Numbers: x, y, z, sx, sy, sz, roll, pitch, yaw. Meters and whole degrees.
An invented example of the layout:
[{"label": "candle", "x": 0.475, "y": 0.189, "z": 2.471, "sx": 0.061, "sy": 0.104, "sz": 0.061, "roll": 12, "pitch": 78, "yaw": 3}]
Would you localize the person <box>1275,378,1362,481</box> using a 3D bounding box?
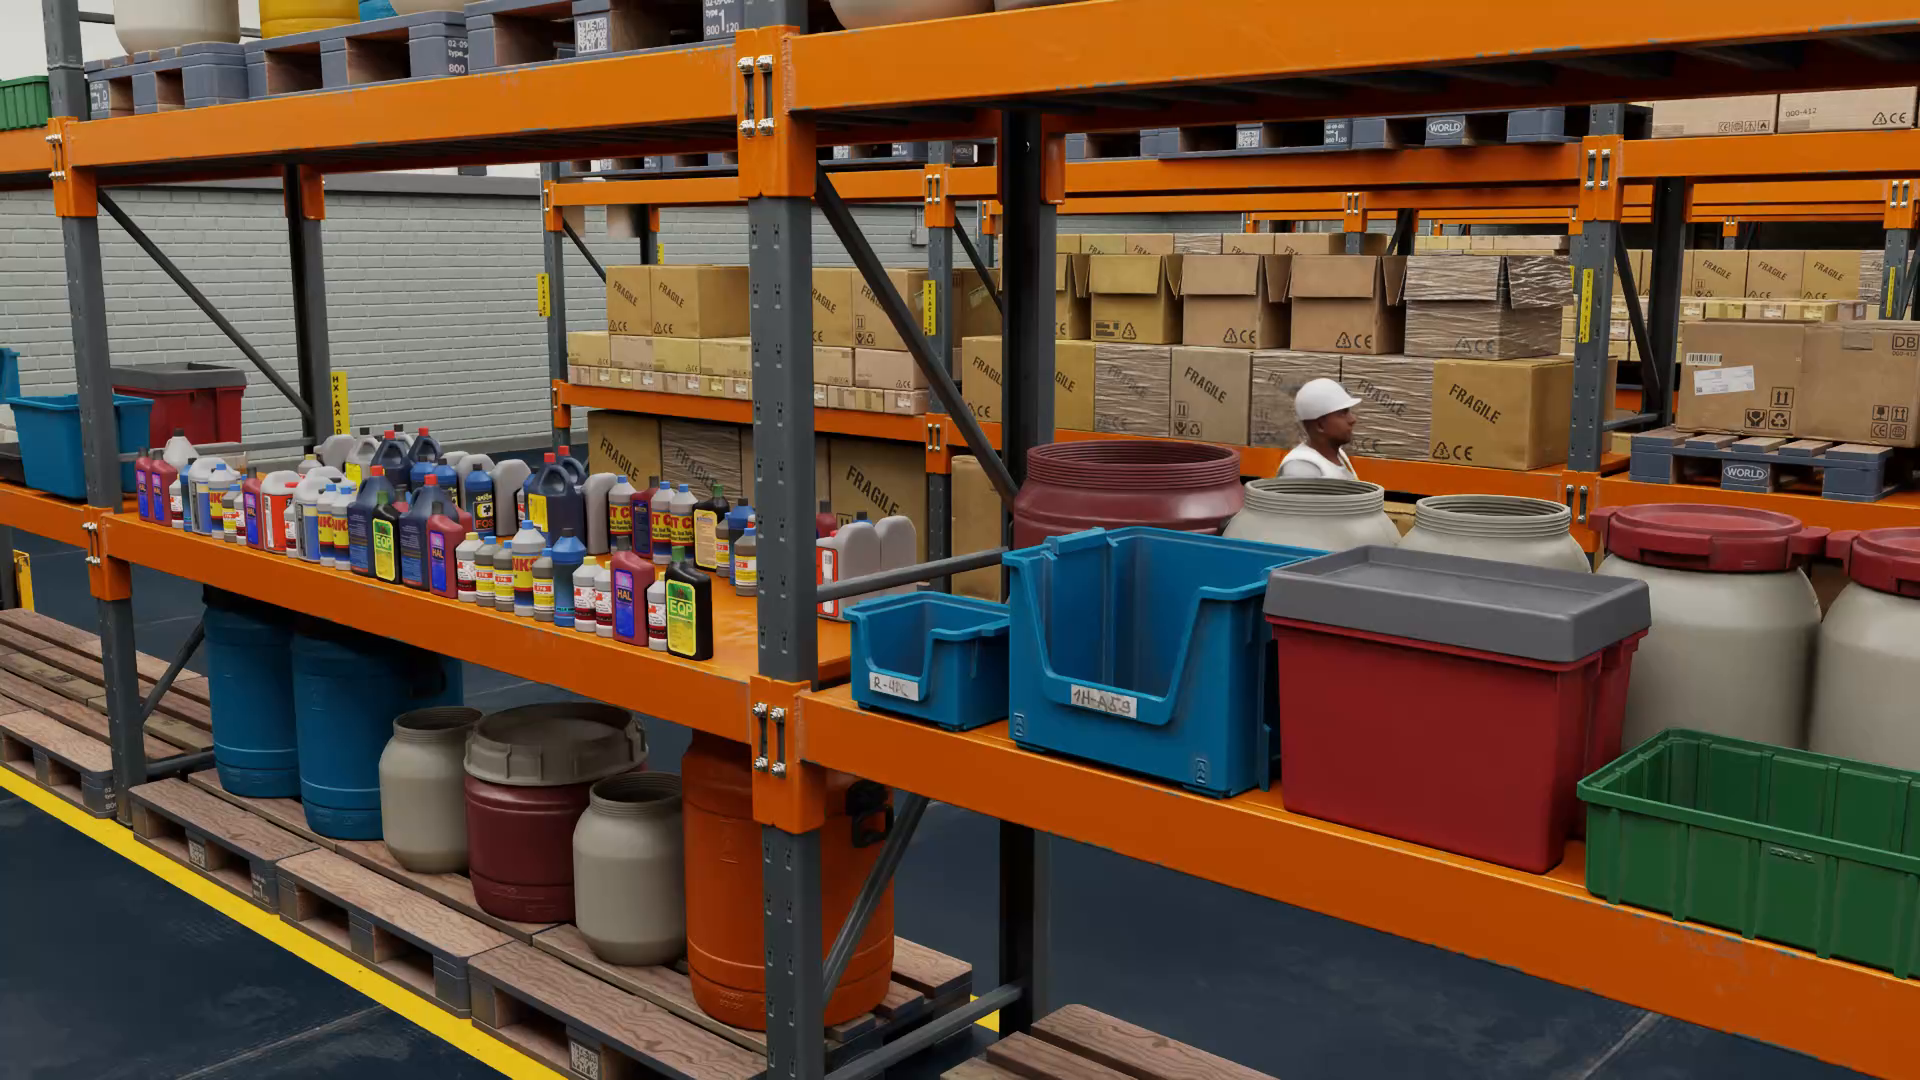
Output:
[{"label": "person", "x": 1.537, "y": 0.233, "z": 7.010, "sx": 0.480, "sy": 1.826, "sz": 0.558, "roll": 6, "pitch": 12, "yaw": 32}]
